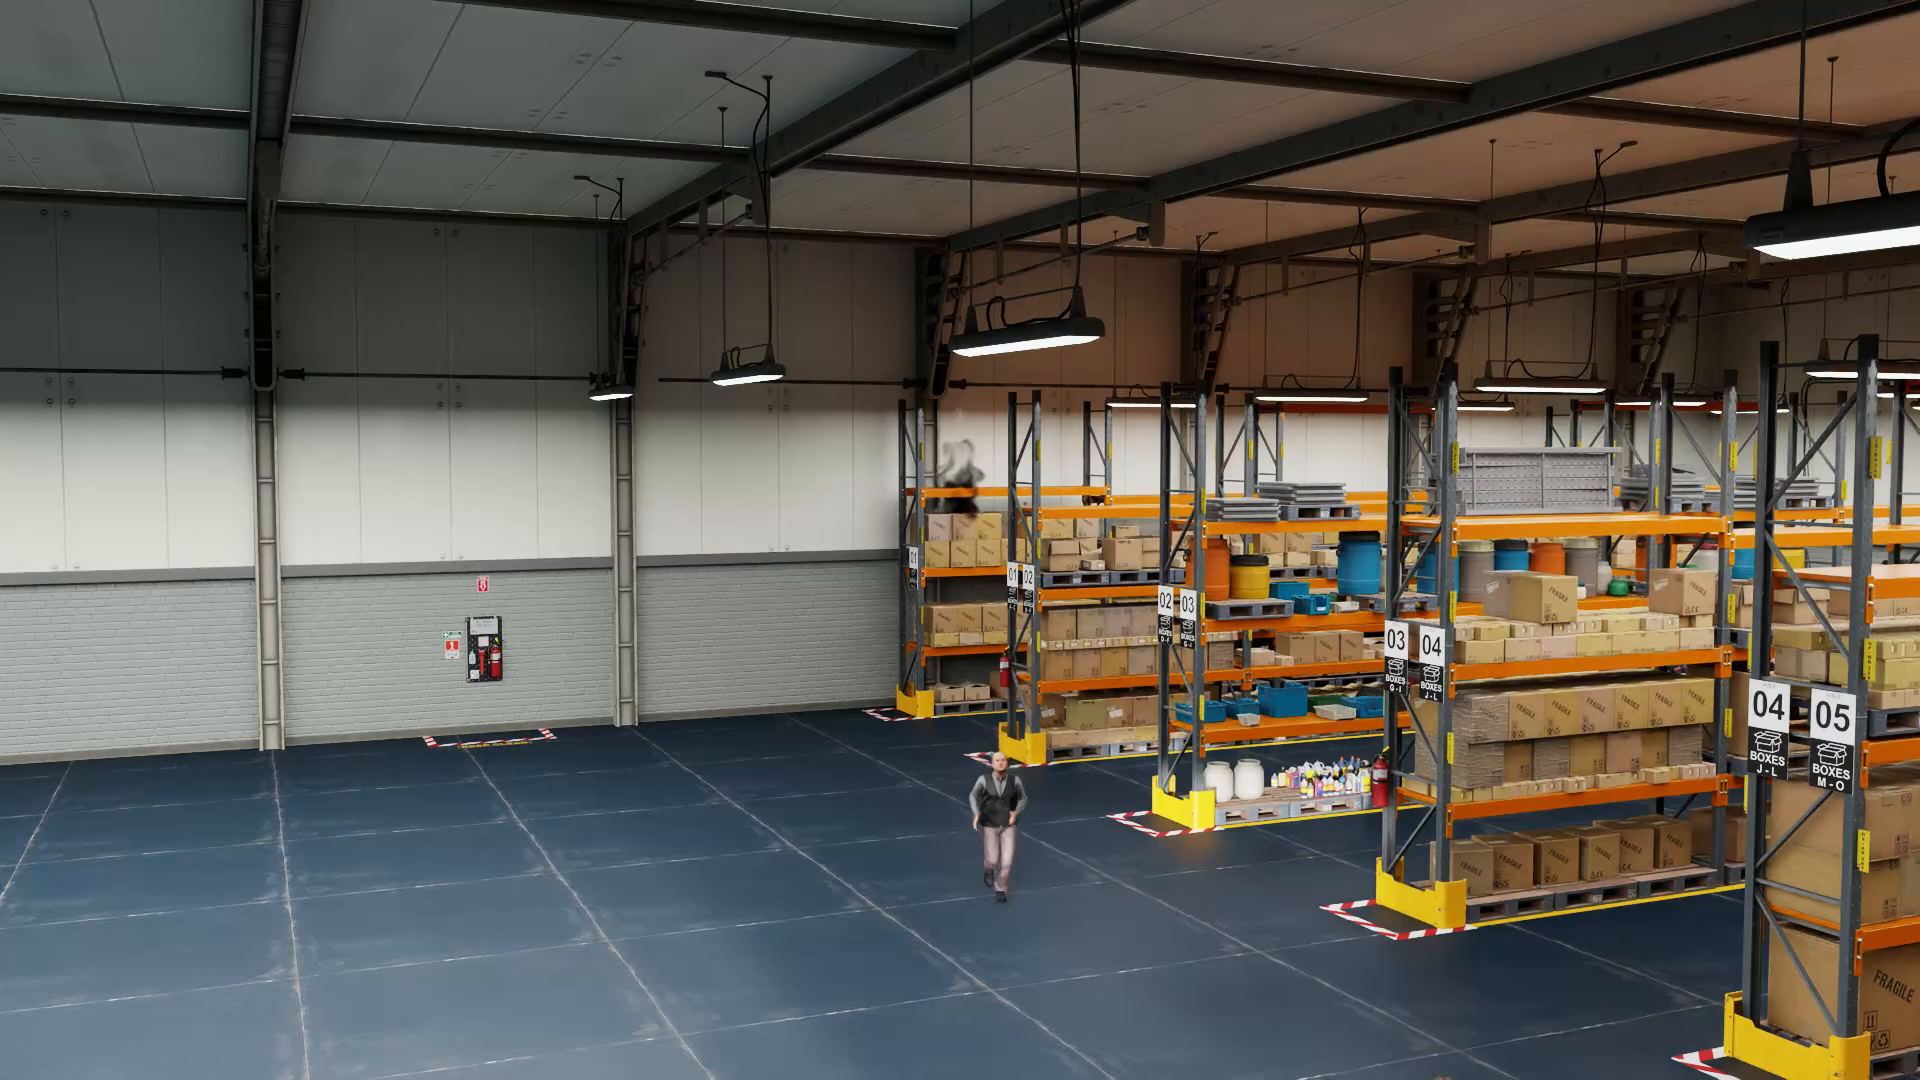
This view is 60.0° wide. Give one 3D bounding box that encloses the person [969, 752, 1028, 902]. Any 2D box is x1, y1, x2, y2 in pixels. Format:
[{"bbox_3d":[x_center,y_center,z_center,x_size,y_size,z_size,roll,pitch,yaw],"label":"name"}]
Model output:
[{"bbox_3d":[0.441,3.231,18.753,0.662,1.678,0.577,0,3,-3],"label":"person"}]
